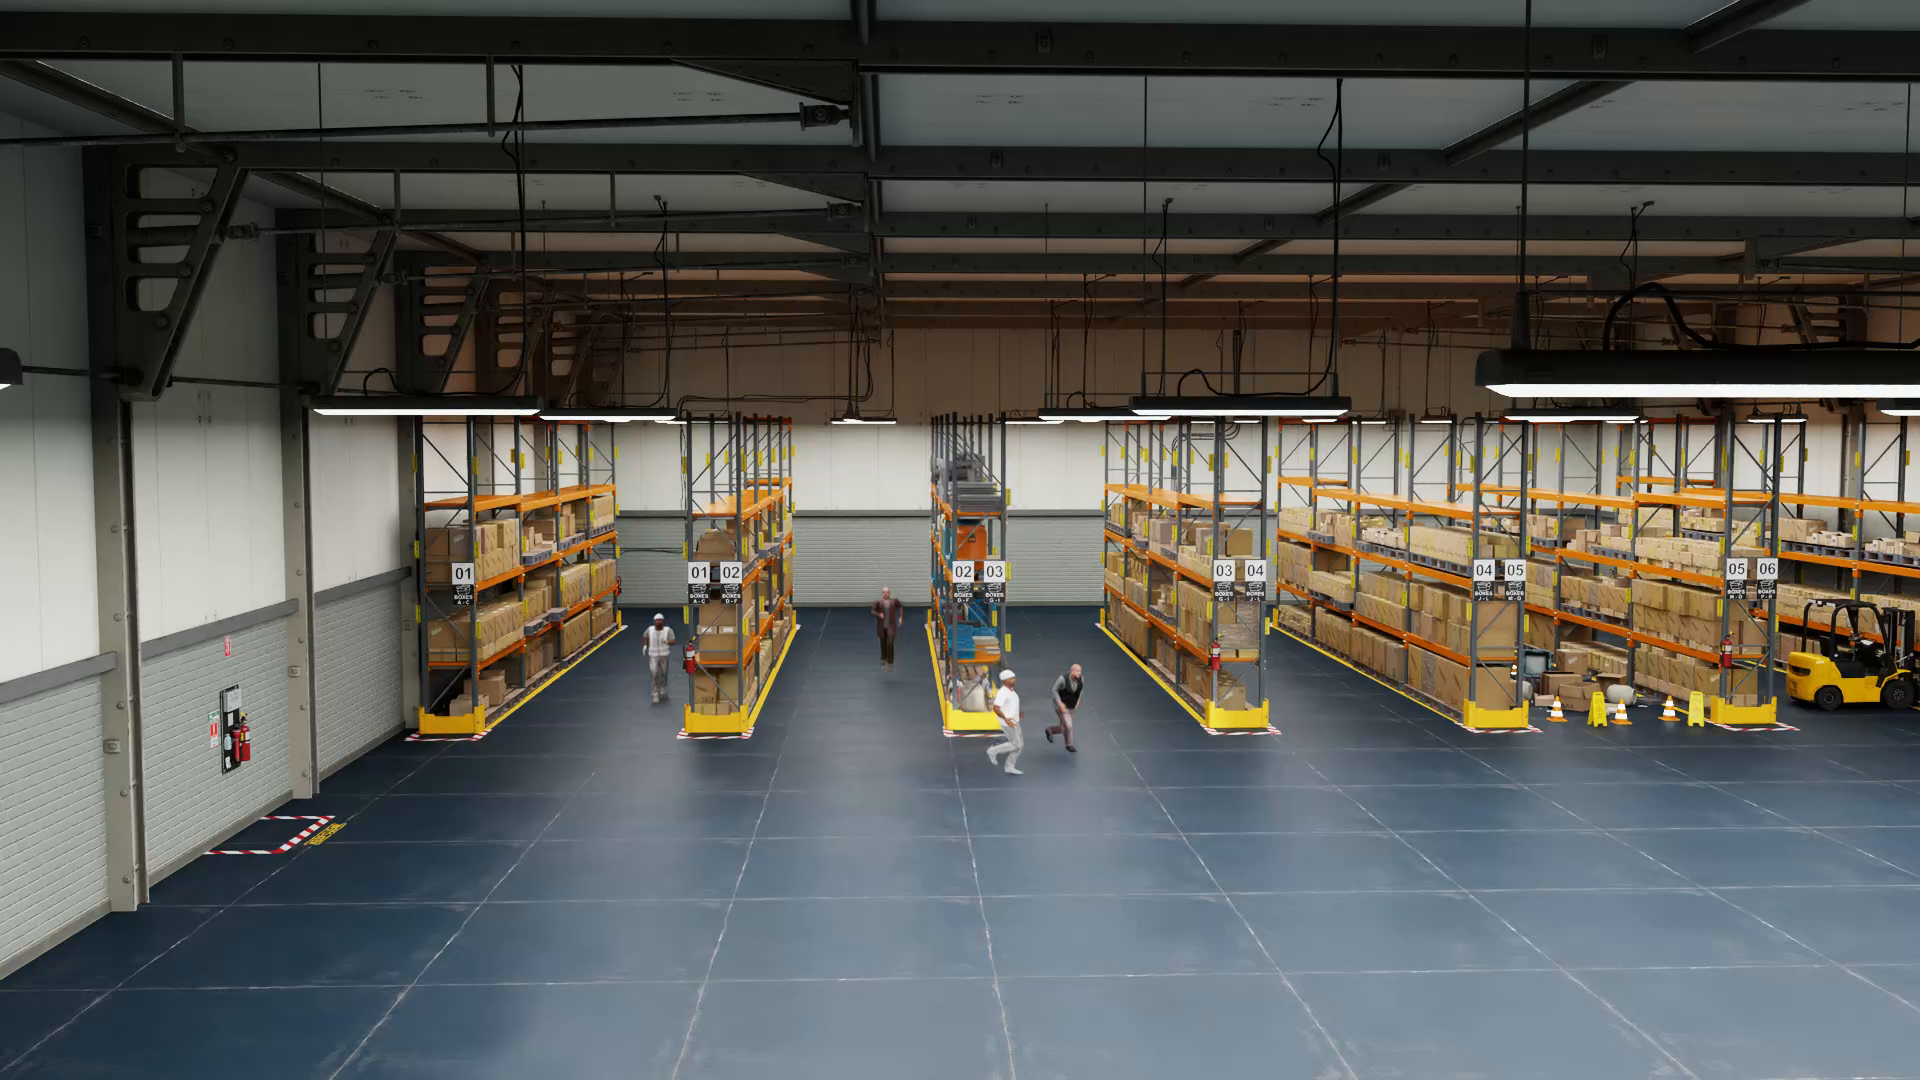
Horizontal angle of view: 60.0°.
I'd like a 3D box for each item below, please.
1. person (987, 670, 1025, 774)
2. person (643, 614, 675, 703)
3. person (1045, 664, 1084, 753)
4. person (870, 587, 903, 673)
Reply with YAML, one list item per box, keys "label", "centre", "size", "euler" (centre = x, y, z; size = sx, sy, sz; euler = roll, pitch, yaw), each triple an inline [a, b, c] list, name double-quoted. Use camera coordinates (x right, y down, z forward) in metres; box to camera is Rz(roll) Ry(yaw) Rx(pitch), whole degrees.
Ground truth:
- label: "person"
  centre: [0.755, 3.002, 27.449]
  size: [0.592, 1.726, 0.702]
  euler: [1, 4, 16]
- label: "person"
  centre: [-6.293, 2.435, 34.799]
  size: [0.675, 1.793, 0.959]
  euler: [-1, 4, -11]
- label: "person"
  centre: [1.838, 2.945, 29.443]
  size: [0.672, 1.586, 0.927]
  euler: [-3, 5, -35]
- label: "person"
  centre: [-1.648, 2.006, 37.555]
  size: [0.740, 1.895, 0.814]
  euler: [0, 4, 0]
